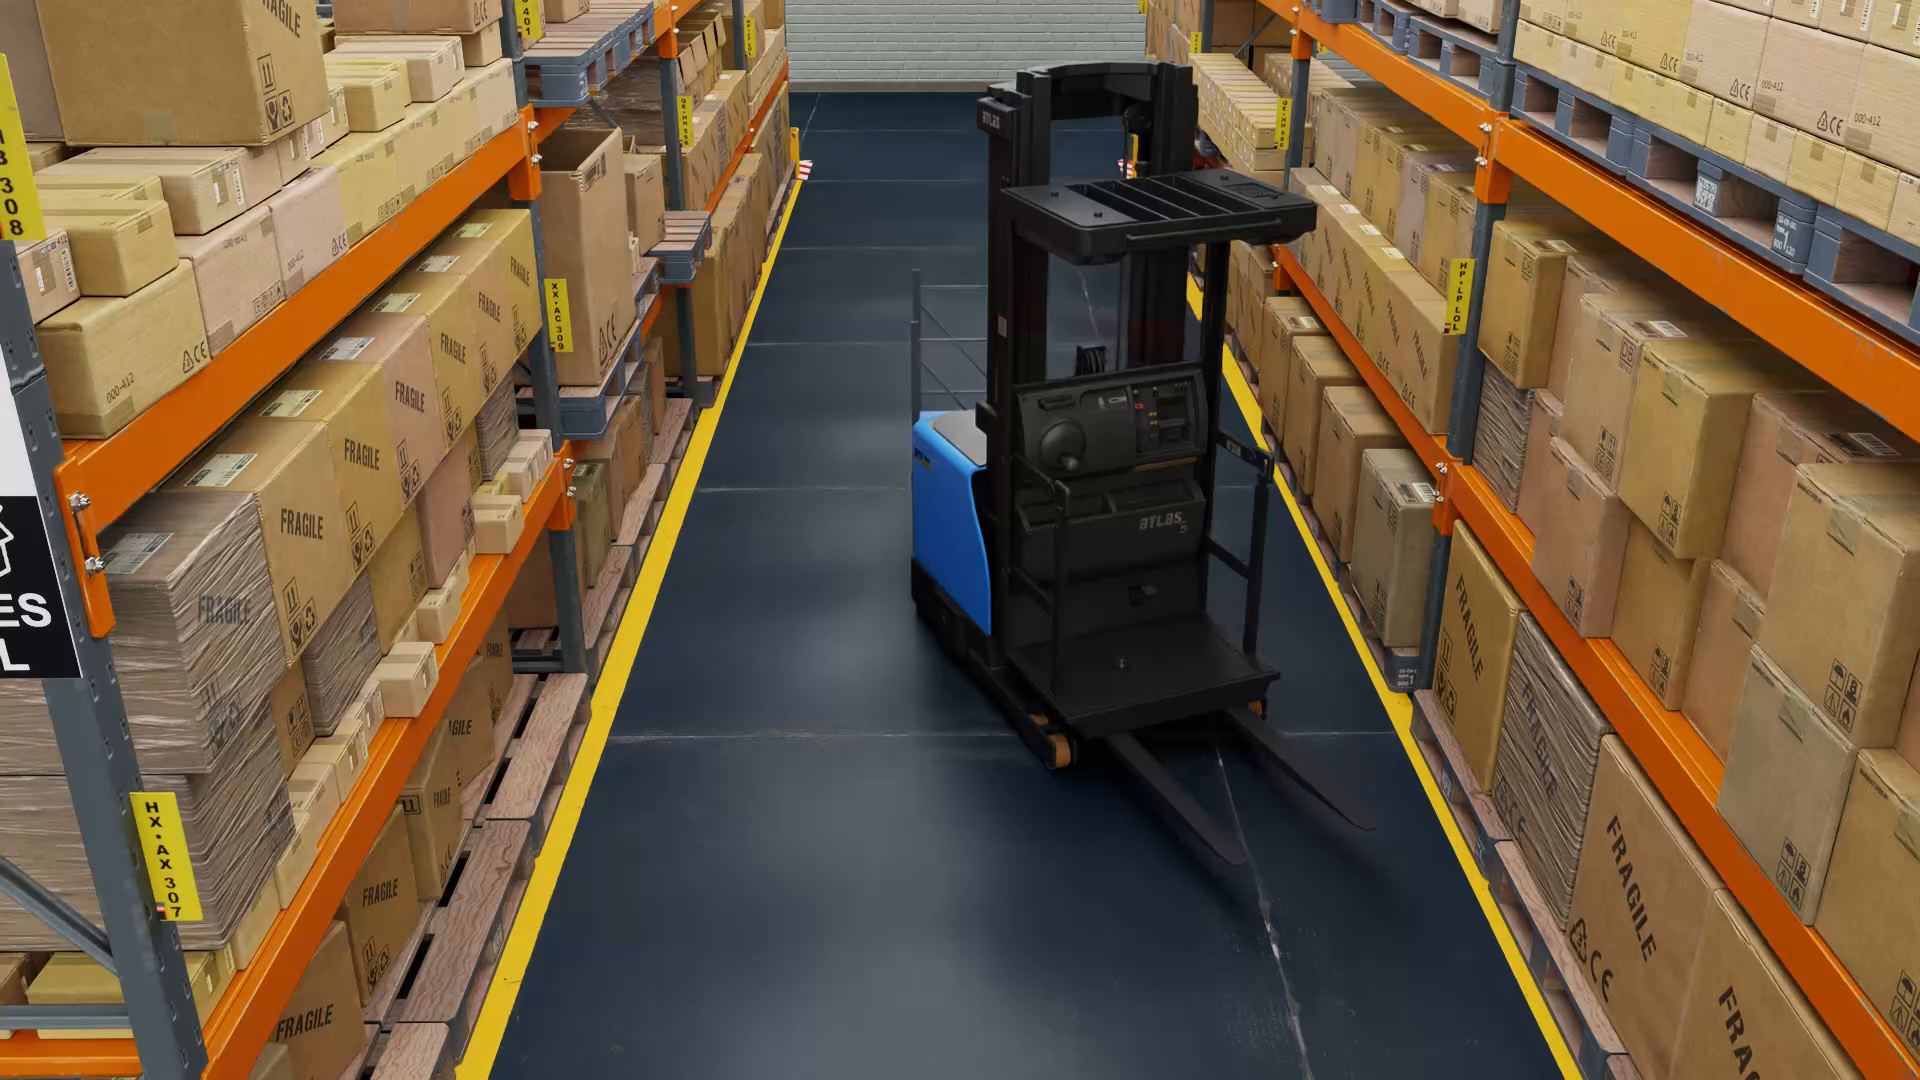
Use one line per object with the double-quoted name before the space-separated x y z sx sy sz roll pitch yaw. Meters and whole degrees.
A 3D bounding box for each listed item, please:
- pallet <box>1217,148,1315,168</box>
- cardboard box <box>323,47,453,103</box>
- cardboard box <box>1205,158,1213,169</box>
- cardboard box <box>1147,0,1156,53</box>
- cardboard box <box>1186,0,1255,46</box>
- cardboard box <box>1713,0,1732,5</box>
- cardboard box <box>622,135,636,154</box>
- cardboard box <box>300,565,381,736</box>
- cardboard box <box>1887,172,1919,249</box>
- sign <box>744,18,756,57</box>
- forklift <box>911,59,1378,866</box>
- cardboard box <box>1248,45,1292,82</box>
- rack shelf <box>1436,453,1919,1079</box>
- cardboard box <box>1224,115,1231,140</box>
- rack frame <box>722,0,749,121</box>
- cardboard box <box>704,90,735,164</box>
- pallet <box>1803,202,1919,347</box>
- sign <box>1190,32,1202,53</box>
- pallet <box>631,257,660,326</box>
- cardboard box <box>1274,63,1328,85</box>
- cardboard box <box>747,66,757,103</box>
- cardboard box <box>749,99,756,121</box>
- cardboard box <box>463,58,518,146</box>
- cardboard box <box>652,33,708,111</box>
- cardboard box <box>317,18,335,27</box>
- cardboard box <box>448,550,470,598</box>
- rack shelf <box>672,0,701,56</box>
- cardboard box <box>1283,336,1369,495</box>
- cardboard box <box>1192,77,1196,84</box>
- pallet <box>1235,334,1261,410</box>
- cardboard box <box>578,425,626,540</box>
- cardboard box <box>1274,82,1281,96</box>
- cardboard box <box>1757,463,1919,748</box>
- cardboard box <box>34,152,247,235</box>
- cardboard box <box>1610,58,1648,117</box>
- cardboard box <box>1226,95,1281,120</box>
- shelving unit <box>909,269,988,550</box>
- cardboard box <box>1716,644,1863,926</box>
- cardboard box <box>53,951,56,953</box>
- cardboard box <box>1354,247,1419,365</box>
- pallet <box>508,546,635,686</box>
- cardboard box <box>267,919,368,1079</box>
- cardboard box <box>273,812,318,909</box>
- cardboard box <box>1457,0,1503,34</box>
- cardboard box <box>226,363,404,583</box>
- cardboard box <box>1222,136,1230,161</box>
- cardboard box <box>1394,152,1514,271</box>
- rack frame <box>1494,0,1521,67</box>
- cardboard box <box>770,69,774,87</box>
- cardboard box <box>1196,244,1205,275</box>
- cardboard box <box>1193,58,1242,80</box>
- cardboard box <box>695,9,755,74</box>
"pallet" 2.569 -2.929 12.818 1.003 0.211 1.213 0 24 -1
"cardboard box" -1.964 -1.592 5.688 0.380 0.149 0.250 -1 24 -2
"cardboard box" 2.343 -3.798 16.735 0.380 0.149 0.250 0 24 0
"cardboard box" 2.273 -5.492 17.771 0.500 0.500 0.500 1 24 2
"cardboard box" 2.312 -4.678 14.758 0.500 0.500 0.500 -1 24 -2
"cardboard box" 2.356 -1.626 4.772 0.380 0.149 0.250 0 24 -1
"cardboard box" -2.283 -2.235 10.420 0.500 0.500 0.500 -3 25 -7
"cardboard box" -2.308 0.257 5.060 0.875 0.500 0.500 0 24 -1
"cardboard box" 2.371 -0.738 3.777 0.380 0.149 0.250 0 24 0
"sign" -1.830 -4.366 14.455 0.100 0.325 0.005 0 24 -1
"forklift" 0.781 -0.504 7.307 1.130 2.935 3.031 -10 26 -21
"cardboard box" 2.834 -4.235 14.992 0.500 0.500 0.500 -1 24 -2
"rack shelf" 2.697 0.600 5.657 1.077 0.370 4.000 0 24 -1
"cardboard box" 2.158 -3.039 12.263 0.380 0.149 0.250 0 24 -1
"rack frame" -2.373 -3.868 14.663 1.000 3.000 0.127 0 24 -1
"cardboard box" -2.084 -3.303 13.292 0.500 0.500 0.500 -1 24 -1
"pallet" 2.700 -0.536 3.763 1.003 0.211 1.213 0 24 -1
"sign" 2.045 -4.238 14.429 0.100 0.325 0.005 0 24 -1
"pallet" -2.267 -1.317 9.255 1.003 0.211 1.213 0 24 -1
"cardboard box" 2.792 -3.815 13.619 0.380 0.149 0.250 -1 24 -2
"cardboard box" -2.116 -4.130 15.063 0.500 0.250 0.500 -1 24 -2
"cardboard box" -2.044 -3.877 14.987 0.380 0.149 0.250 0 24 0
"cardboard box" -2.020 -1.683 6.374 0.500 0.250 0.500 1 24 1
"cardboard box" -2.339 -3.569 12.662 0.797 0.503 0.637 1 24 1
"cardboard box" -2.590 -1.916 6.406 0.380 0.149 0.250 -1 24 -2
"cardboard box" -2.025 0.145 6.094 0.380 0.149 0.250 0 24 -1
"rack shelf" -2.351 -4.083 12.371 1.077 0.370 4.000 0 24 -1
"cardboard box" 2.561 -0.755 10.001 1.050 0.750 0.750 0 24 0
"cardboard box" 2.137 -3.790 13.924 0.380 0.149 0.250 -1 24 -2
"pallet" 2.624 -1.252 12.262 1.003 0.211 1.213 0 24 -1
"cardboard box" -2.264 -0.314 9.303 0.700 0.500 0.500 -2 24 -5
"cardboard box" 2.793 -3.687 13.697 0.380 0.149 0.250 1 24 2
"cardboard box" 2.655 0.156 4.272 0.875 0.550 0.550 0 24 -1
"cardboard box" -1.978 -0.841 4.029 0.380 0.149 0.250 1 24 2
"cardboard box" 2.352 -1.471 5.396 0.380 0.149 0.250 -1 24 -1
"cardboard box" 2.161 -3.169 12.191 0.380 0.149 0.250 0 24 -1
"shelving unit" -0.013 -0.660 9.390 0.538 1.500 1.048 0 24 -1
"cardboard box" 2.642 0.648 4.495 0.875 0.550 0.550 0 24 -1
"cardboard box" -2.454 0.971 4.267 0.380 0.149 0.250 0 24 -1
"cardboard box" 2.391 -1.228 8.704 0.500 0.500 0.500 0 24 0
"pallet" -2.296 0.378 8.658 1.003 0.211 1.213 0 24 -1
"cardboard box" -2.273 1.521 5.272 0.500 0.500 0.500 6 25 13
"cardboard box" -1.978 0.866 4.499 0.380 0.149 0.250 0 24 -1
"cardboard box" 2.507 -2.378 7.279 0.500 0.250 0.500 0 24 0
"cardboard box" -1.981 -0.200 4.857 0.500 0.500 0.500 0 24 -1
"cardboard box" 2.159 -2.901 12.319 0.380 0.149 0.250 -1 24 -3
"cardboard box" 2.651 -1.678 8.486 0.700 0.500 0.500 0 24 0
"rack frame" 2.675 -3.286 6.095 1.000 3.000 0.127 0 24 -1
"cardboard box" -2.067 -4.627 16.645 0.380 0.149 0.250 0 24 0
"cardboard box" 2.331 -2.596 14.373 0.500 0.500 0.500 1 24 1
"cardboard box" 2.141 -3.918 13.845 0.380 0.149 0.250 0 24 1
"cardboard box" -2.122 -4.476 14.917 0.500 0.500 0.500 0 24 -1
